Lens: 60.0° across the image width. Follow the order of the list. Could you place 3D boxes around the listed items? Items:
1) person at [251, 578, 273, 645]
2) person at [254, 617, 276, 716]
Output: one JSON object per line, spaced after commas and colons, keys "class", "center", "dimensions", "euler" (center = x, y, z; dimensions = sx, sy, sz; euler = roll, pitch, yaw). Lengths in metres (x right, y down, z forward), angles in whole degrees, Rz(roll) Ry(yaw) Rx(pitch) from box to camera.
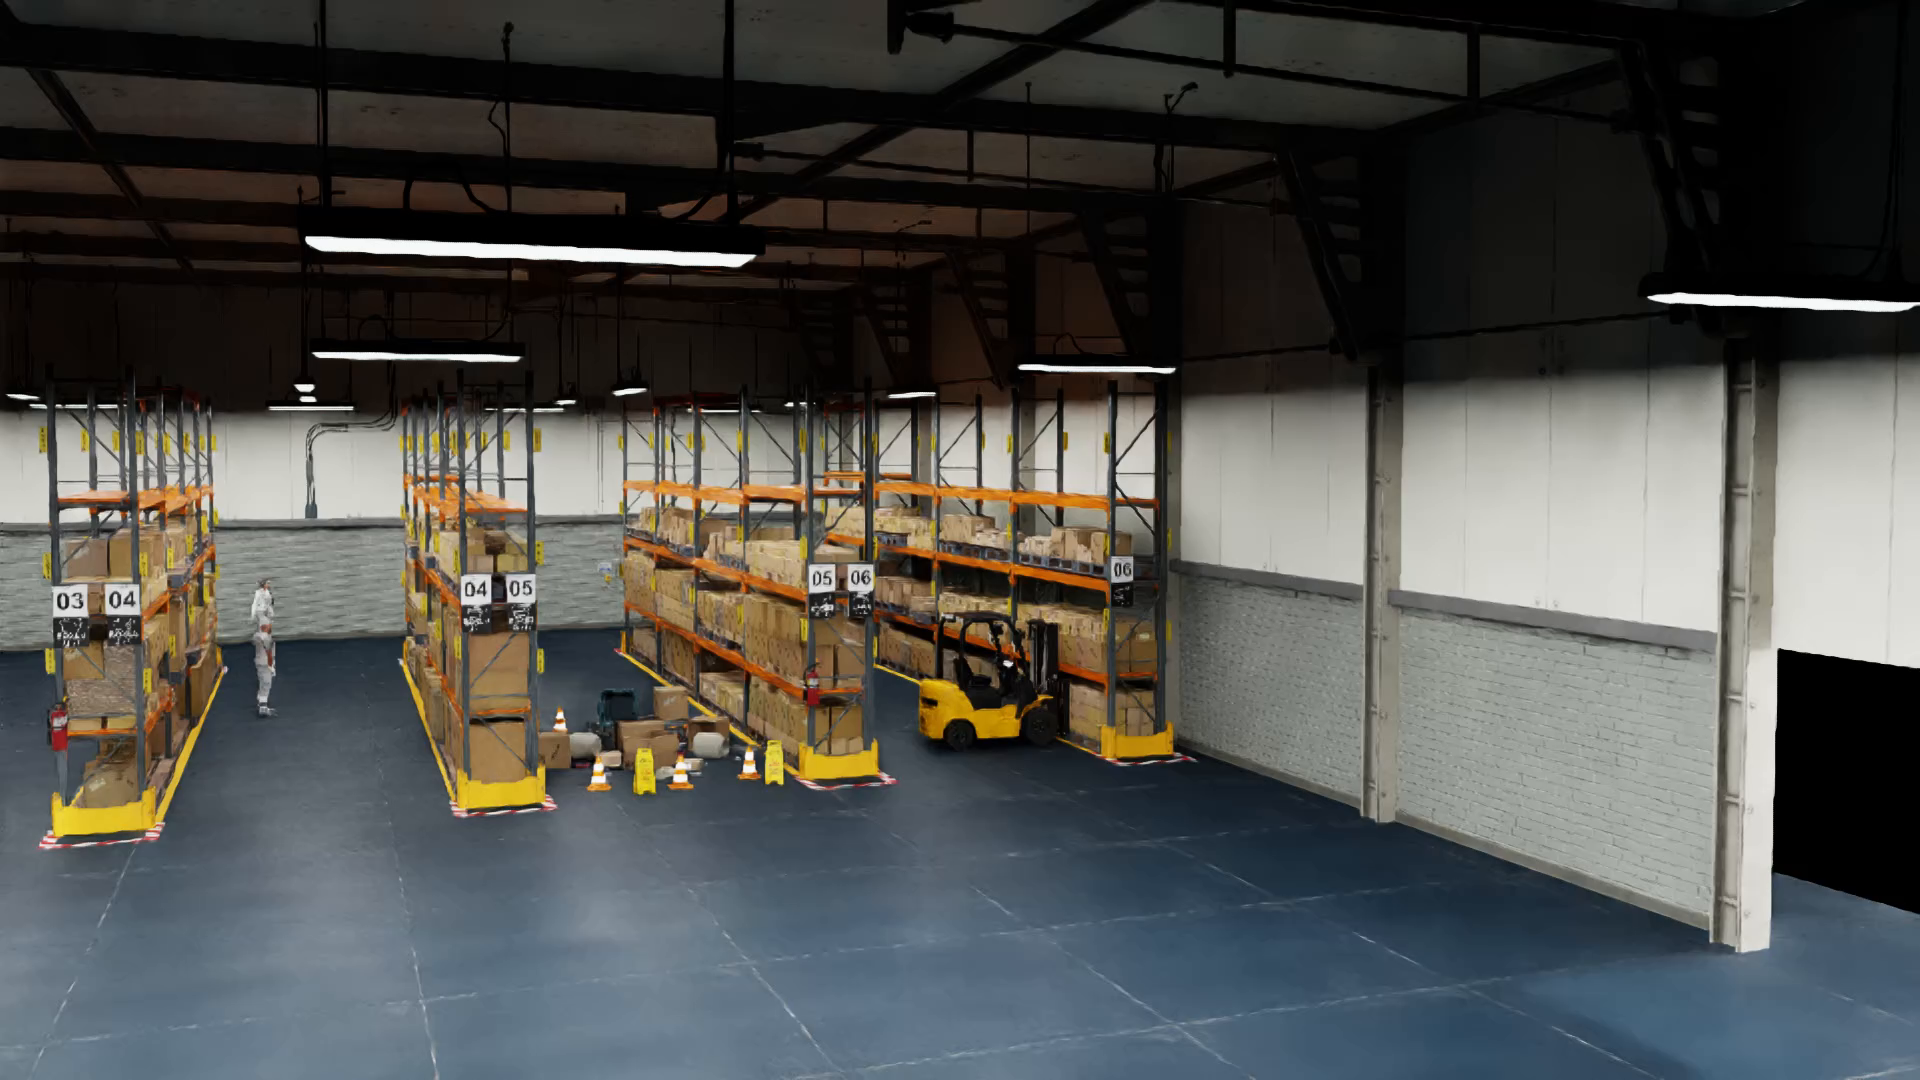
{"class": "person", "center": [-17.137, 1.772, 40.806], "dimensions": [0.490, 1.676, 0.555], "euler": [1, 3, 13]}
{"class": "person", "center": [-12.718, 2.303, 30.499], "dimensions": [0.398, 1.793, 0.659], "euler": [-3, 5, -43]}
